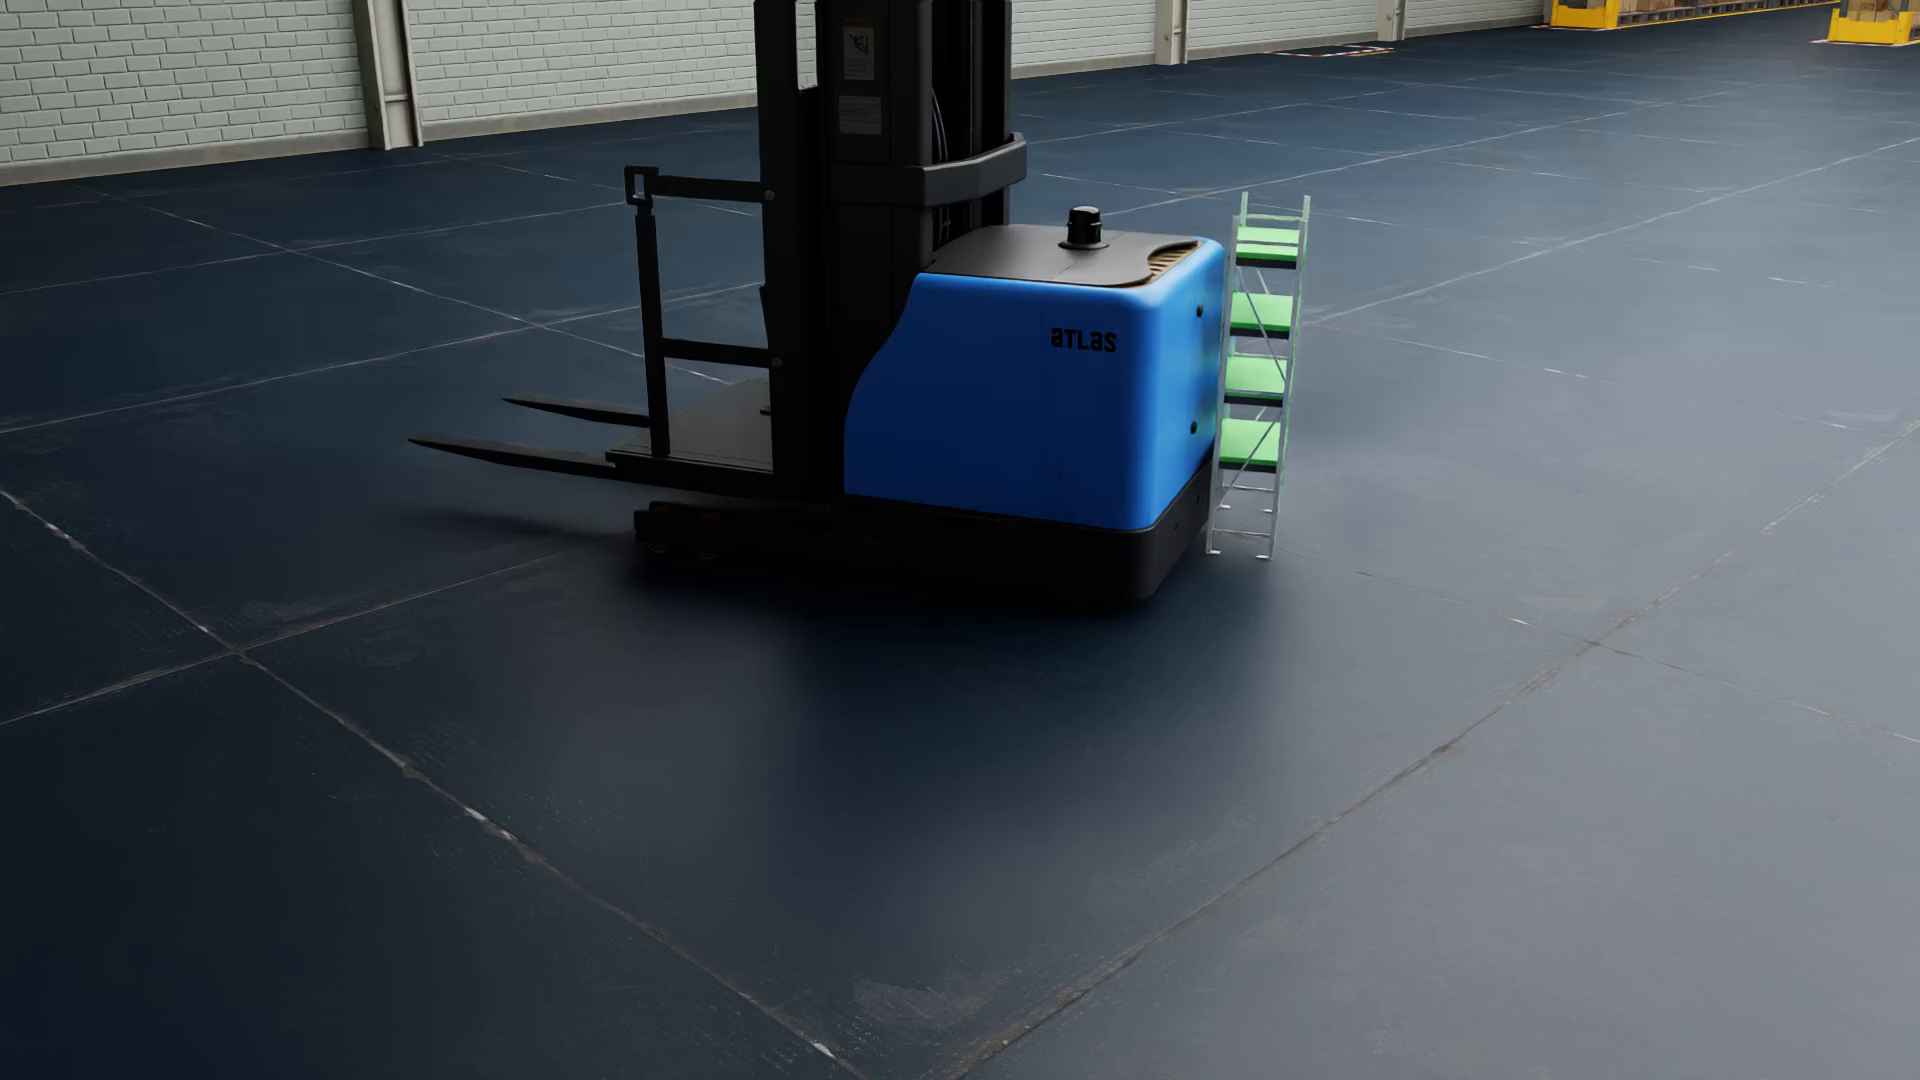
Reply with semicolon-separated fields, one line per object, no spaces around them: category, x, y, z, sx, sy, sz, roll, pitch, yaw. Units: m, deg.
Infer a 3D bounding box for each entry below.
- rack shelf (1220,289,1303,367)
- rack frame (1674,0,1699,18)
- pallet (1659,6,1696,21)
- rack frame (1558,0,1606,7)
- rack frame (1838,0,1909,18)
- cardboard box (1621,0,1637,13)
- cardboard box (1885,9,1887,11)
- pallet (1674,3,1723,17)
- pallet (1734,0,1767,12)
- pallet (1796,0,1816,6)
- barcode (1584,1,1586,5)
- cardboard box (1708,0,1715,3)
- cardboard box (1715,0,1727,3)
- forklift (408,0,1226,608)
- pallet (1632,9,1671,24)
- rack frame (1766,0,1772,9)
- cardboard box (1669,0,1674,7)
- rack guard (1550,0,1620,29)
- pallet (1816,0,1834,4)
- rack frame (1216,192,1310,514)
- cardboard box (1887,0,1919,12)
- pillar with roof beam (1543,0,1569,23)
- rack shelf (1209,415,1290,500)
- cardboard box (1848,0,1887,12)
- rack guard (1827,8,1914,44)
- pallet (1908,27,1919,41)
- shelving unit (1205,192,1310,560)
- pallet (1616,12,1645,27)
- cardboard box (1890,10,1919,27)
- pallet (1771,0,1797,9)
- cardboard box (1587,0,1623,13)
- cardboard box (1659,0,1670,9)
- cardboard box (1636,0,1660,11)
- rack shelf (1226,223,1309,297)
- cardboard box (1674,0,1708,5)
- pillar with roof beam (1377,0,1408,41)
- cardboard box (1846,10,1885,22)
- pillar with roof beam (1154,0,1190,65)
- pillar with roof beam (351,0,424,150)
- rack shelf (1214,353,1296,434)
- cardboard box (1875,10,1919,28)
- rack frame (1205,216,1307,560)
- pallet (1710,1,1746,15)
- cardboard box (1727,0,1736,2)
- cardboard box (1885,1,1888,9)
rack shelf;1.065;-0.752;5.859;0.258;0.148;0.480;6;22;11
rack frame;14.307;-11.946;32.973;1.000;3.000;0.127;19;28;41
pallet;13.863;-10.462;33.001;1.003;0.211;1.213;19;28;41
rack frame;11.516;-10.917;30.298;1.000;3.000;0.127;19;28;41
rack frame;15.068;-9.678;27.074;1.000;3.000;0.127;19;28;41
cardboard box;12.461;-10.170;31.486;0.500;0.311;0.500;-17;27;-38
cardboard box;15.571;-8.934;28.386;0.500;0.250;0.500;19;28;41
pallet;14.849;-10.844;33.995;1.003;0.211;1.213;19;28;41
pallet;16.551;-11.472;35.626;1.003;0.211;1.213;19;28;41
pallet;18.552;-12.168;37.438;1.003;0.211;1.213;19;28;41
barcode;11.789;-10.132;31.376;0.001;0.075;0.075;19;28;41
cardboard box;15.133;-11.323;34.224;0.700;0.500;0.500;19;28;40
cardboard box;15.518;-11.444;34.538;0.700;0.500;0.500;20;28;41
forklift;-0.625;-1.465;5.801;3.031;2.935;1.130;8;22;20
pallet;13.012;-10.147;32.181;1.003;0.211;1.213;19;28;41
rack frame;17.097;-12.974;35.648;1.000;3.000;0.127;19;28;41
cardboard box;13.955;-10.683;33.025;0.380;0.166;0.250;15;26;34
rack guard;11.569;-9.770;30.797;1.175;0.500;0.348;19;28;41
pallet;19.403;-12.483;38.258;1.003;0.211;1.213;19;28;41
rack frame;1.114;-0.674;6.145;0.240;1.200;0.015;6;22;11
cardboard box;15.949;-9.152;27.907;0.500;0.500;0.500;19;28;41
pillar with roof beam;14.469;-13.037;27.449;9.100;9.000;0.400;19;28;41
rack shelf;1.054;-0.305;6.034;0.258;0.148;0.480;6;22;11
cardboard box;15.229;-9.153;27.910;0.500;0.500;0.500;19;28;41
rack guard;15.051;-8.506;27.507;1.175;0.500;0.348;19;28;41
pallet;15.572;-8.584;28.113;1.003;0.211;1.213;19;28;41
shelving unit;1.061;-0.588;5.923;0.258;1.200;0.503;6;22;11
pallet;12.161;-9.835;31.369;1.003;0.211;1.213;19;28;41
cardboard box;15.948;-8.803;28.043;0.500;0.250;0.500;19;28;41
pallet;17.701;-11.856;36.626;1.003;0.211;1.213;19;28;41
cardboard box;12.063;-10.023;31.105;0.500;0.311;0.500;15;26;35
cardboard box;13.611;-10.707;32.622;0.500;0.500;0.500;17;27;37
cardboard box;13.009;-10.434;31.910;0.700;0.500;0.500;17;27;37
rack shelf;1.070;-0.976;5.772;0.258;0.148;0.480;6;22;11
cardboard box;14.808;-11.177;33.845;0.500;0.500;0.700;-19;28;-40
pillar with roof beam;10.284;-11.494;23.437;9.100;9.000;0.400;19;28;41
cardboard box;15.230;-8.803;28.043;0.500;0.250;0.500;19;28;41
pillar with roof beam;6.098;-9.952;19.424;9.100;9.000;0.400;19;28;41
pillar with roof beam;-2.273;-6.867;11.399;9.100;9.000;0.400;19;28;41
rack shelf;1.059;-0.529;5.946;0.258;0.148;0.480;6;22;11
cardboard box;15.602;-8.673;27.706;0.500;0.250;0.500;19;28;41
rack frame;1.008;-0.503;5.701;0.240;1.200;0.015;6;22;11
pallet;15.700;-11.160;34.814;1.003;0.211;1.213;19;28;41
cardboard box;15.863;-11.576;34.882;0.700;0.500;0.500;19;28;40
cardboard box;15.916;-9.414;28.589;0.500;0.500;0.500;19;28;41
